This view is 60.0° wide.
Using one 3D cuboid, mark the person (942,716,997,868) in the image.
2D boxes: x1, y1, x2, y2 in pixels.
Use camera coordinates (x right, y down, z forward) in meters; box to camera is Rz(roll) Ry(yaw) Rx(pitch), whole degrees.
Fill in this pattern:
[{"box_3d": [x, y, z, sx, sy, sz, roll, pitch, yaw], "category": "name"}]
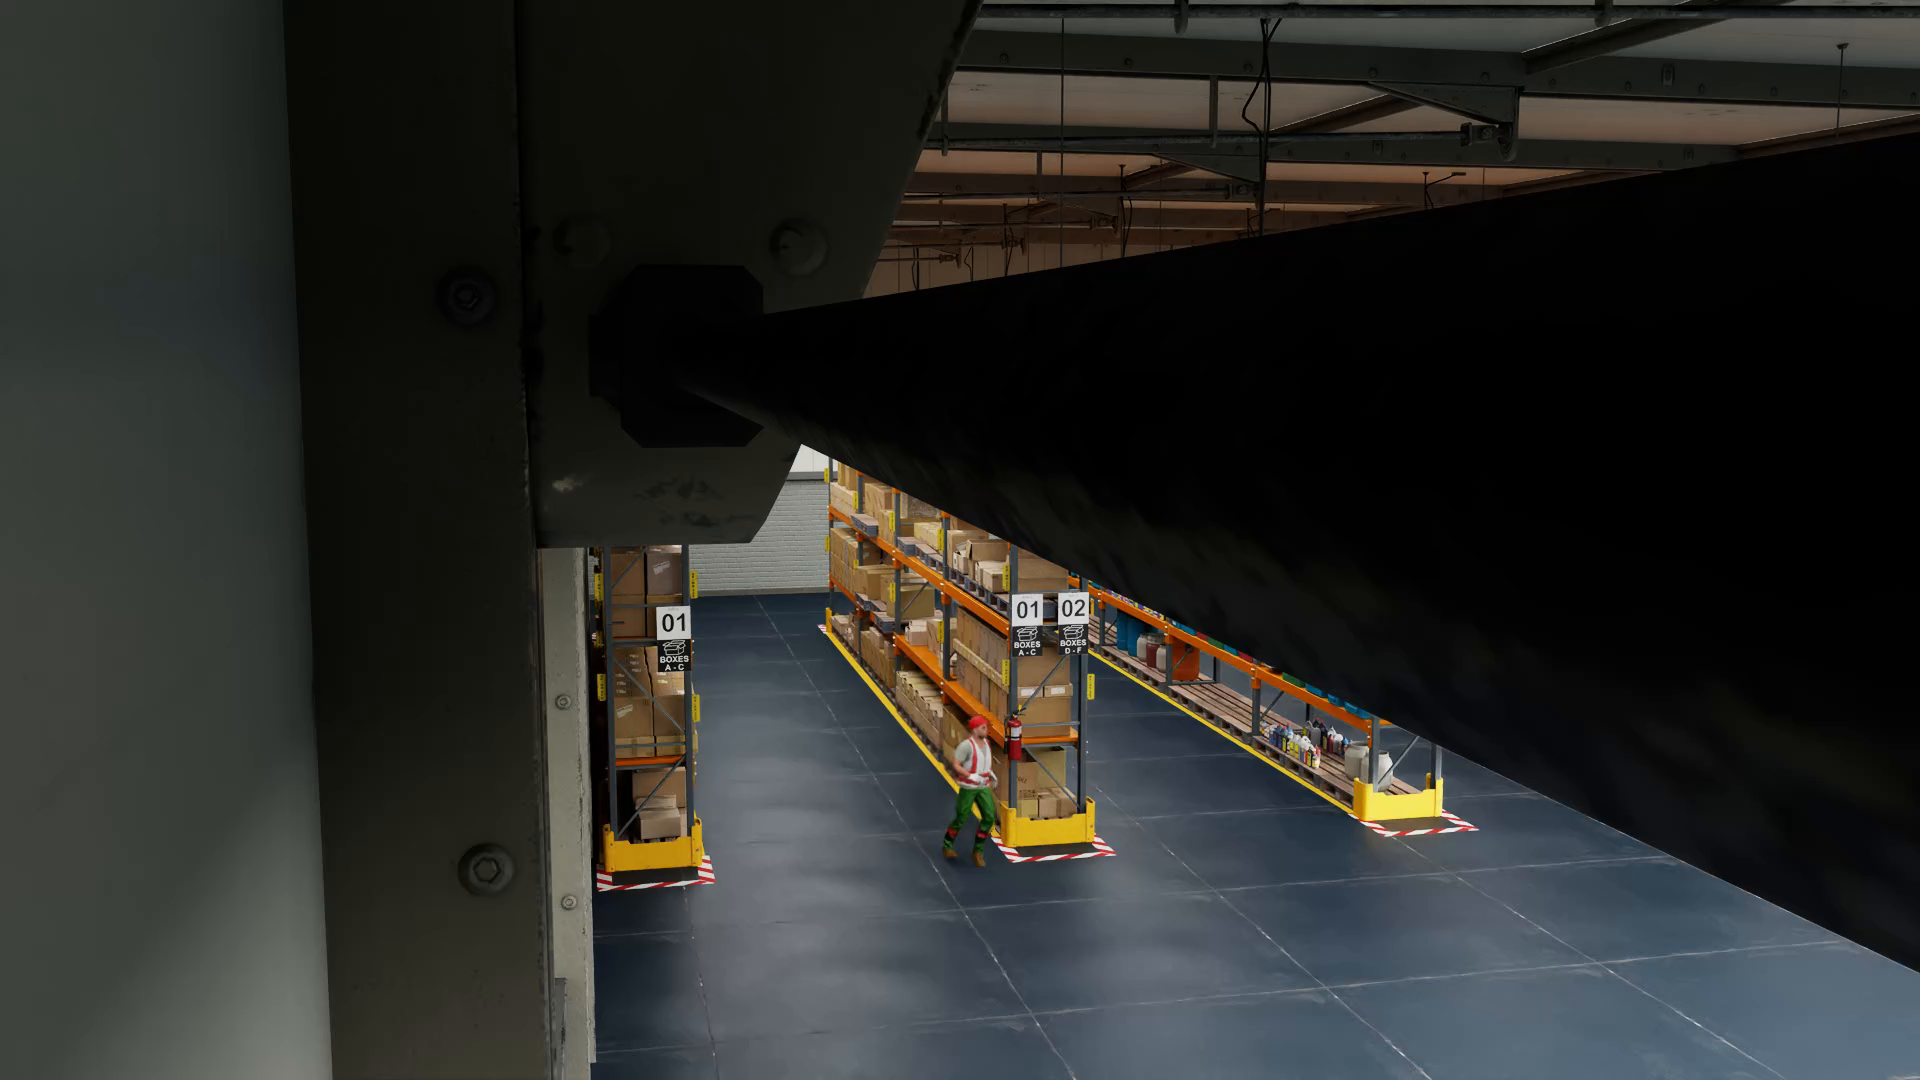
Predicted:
[{"box_3d": [0.183, 3.045, 20.342, 0.728, 1.817, 0.656, -6, 9, -42], "category": "person"}]
